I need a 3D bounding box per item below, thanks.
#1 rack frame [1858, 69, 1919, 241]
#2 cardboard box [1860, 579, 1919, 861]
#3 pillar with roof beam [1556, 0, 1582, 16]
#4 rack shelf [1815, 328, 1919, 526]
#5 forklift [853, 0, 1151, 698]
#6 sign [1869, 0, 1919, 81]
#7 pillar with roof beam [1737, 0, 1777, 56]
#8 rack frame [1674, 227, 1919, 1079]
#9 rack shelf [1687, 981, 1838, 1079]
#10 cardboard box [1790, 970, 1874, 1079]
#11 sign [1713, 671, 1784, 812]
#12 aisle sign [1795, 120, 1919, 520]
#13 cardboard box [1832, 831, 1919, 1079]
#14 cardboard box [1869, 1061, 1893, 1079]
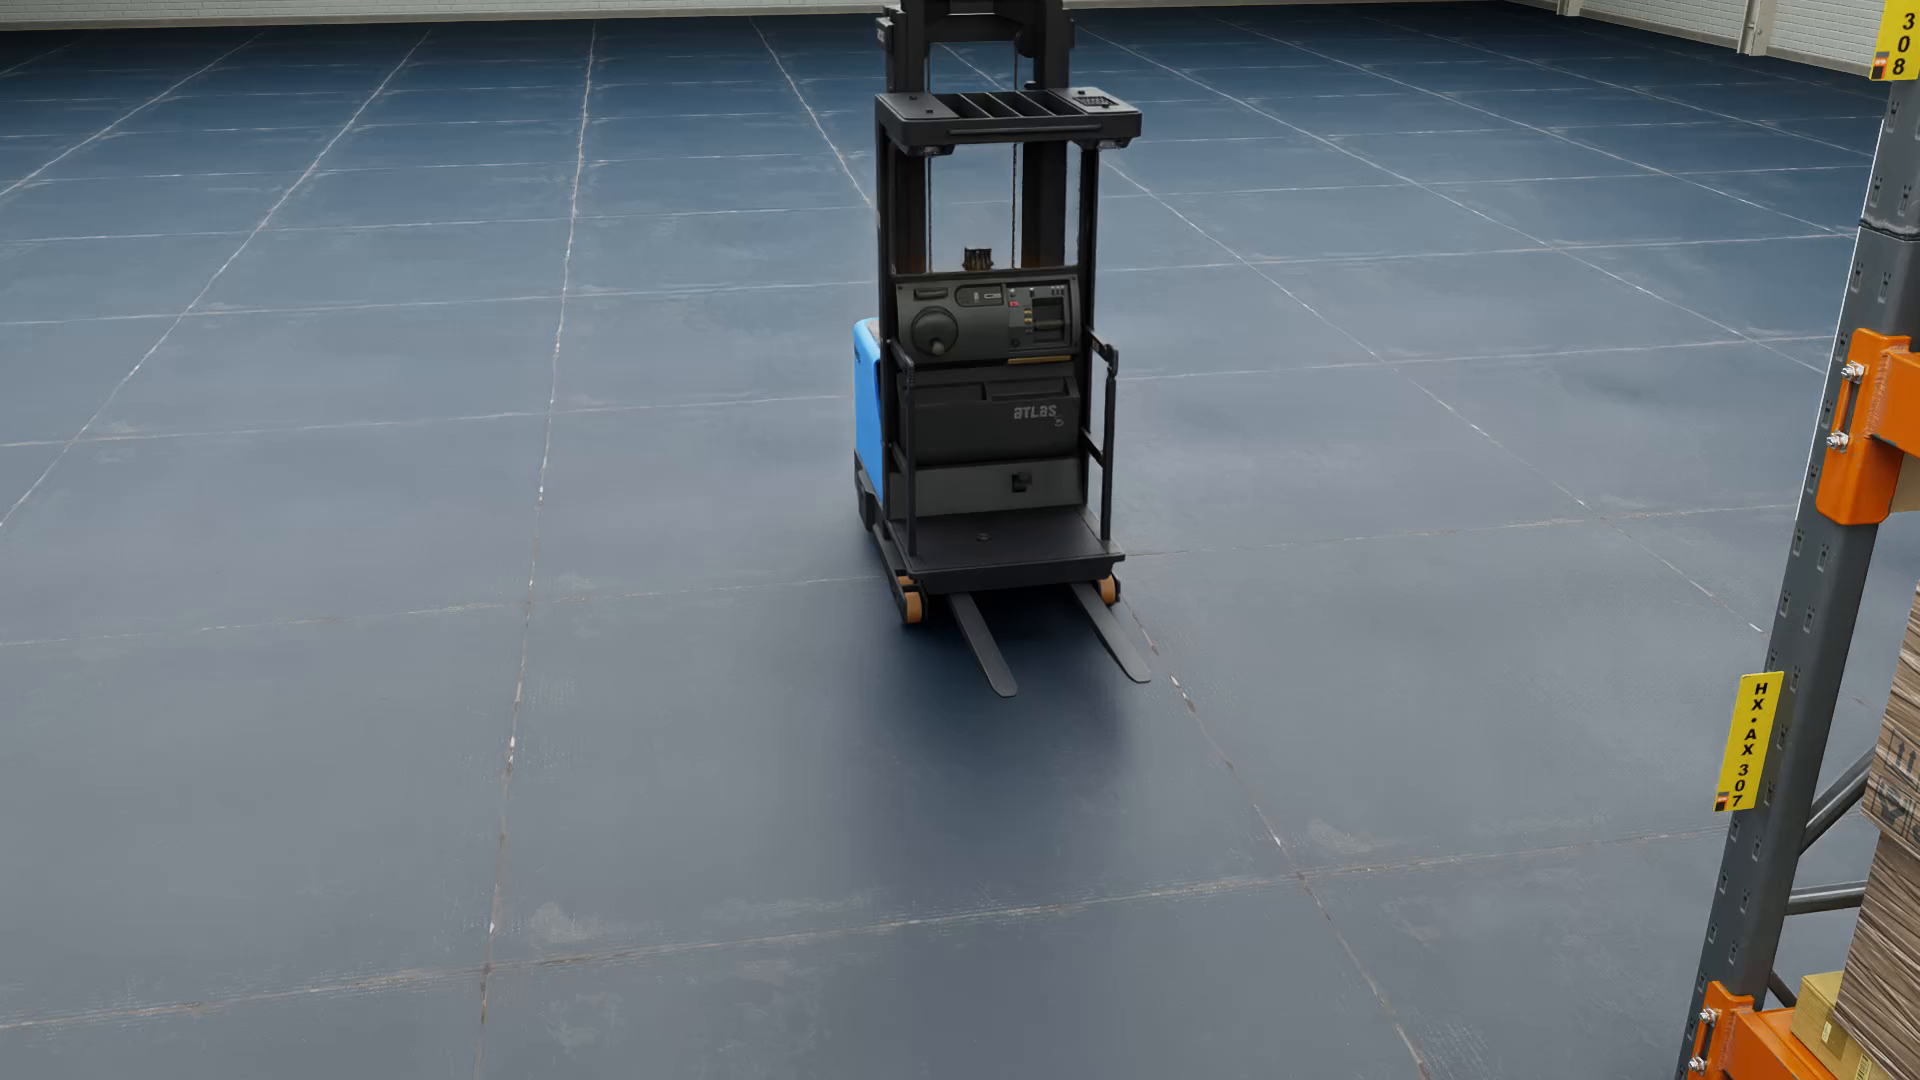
[{"bbox_3d":[2.174,-1.971,2.520,1.000,3.000,0.127,-4,24,-10],"label":"rack frame"},{"bbox_3d":[2.008,0.374,2.900,0.500,0.500,0.500,-4,24,-10],"label":"cardboard box"},{"bbox_3d":[7.979,-14.341,30.843,9.100,9.000,0.400,-4,24,-10],"label":"pillar with roof beam"},{"bbox_3d":[2.544,0.520,1.464,1.077,0.370,4.000,-4,24,-10],"label":"rack shelf"},{"bbox_3d":[0.190,-1.085,8.072,1.130,2.935,3.031,-5,24,-11],"label":"forklift"},{"bbox_3d":[1.641,-0.957,2.854,0.100,0.325,0.005,-4,24,-10],"label":"sign"},{"bbox_3d":[9.089,-11.981,25.440,9.100,9.000,0.400,-4,24,-10],"label":"pillar with roof beam"},{"bbox_3d":[2.174,0.778,3.721,1.000,3.000,0.127,-4,24,-10],"label":"rack frame"},{"bbox_3d":[2.544,1.894,2.064,1.077,0.370,4.000,-4,24,-10],"label":"rack shelf"},{"bbox_3d":[1.992,1.023,3.474,0.380,0.149,0.250,-4,24,-10],"label":"cardboard box"},{"bbox_3d":[1.641,0.421,3.456,0.100,0.325,0.005,-4,24,-10],"label":"sign"},{"bbox_3d":[1.868,-0.416,3.206,0.394,0.787,0.004,-4,24,-10],"label":"aisle sign"},{"bbox_3d":[2.249,0.814,3.142,0.875,0.500,0.500,-4,24,-10],"label":"cardboard box"},{"bbox_3d":[2.020,1.123,3.246,0.380,0.149,0.250,-4,24,-10],"label":"cardboard box"}]
